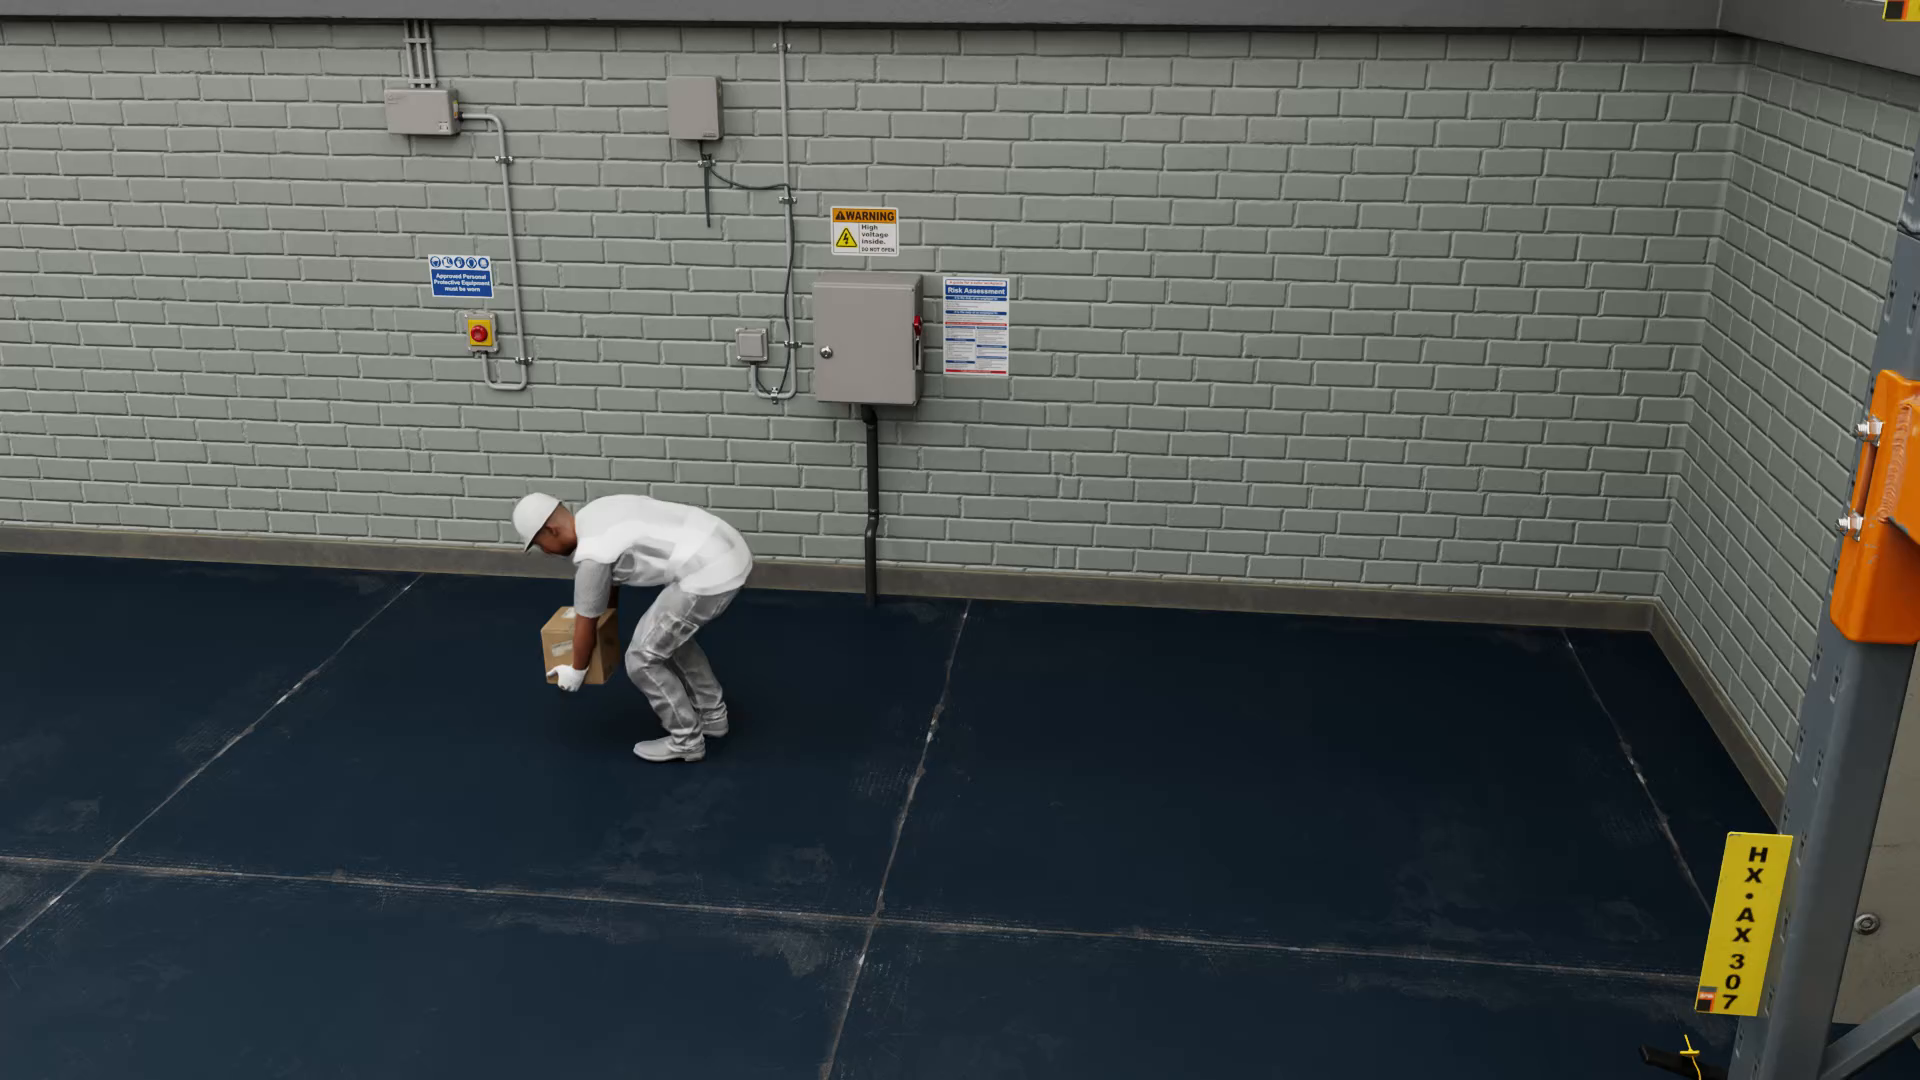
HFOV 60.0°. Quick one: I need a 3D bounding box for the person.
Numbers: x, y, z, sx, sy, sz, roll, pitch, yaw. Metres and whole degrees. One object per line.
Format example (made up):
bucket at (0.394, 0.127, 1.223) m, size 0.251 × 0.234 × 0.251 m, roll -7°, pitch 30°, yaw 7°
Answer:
person at (-1.359, 0.353, 7.017) m, size 0.970 × 1.147 × 0.528 m, roll 1°, pitch 21°, yaw 4°
